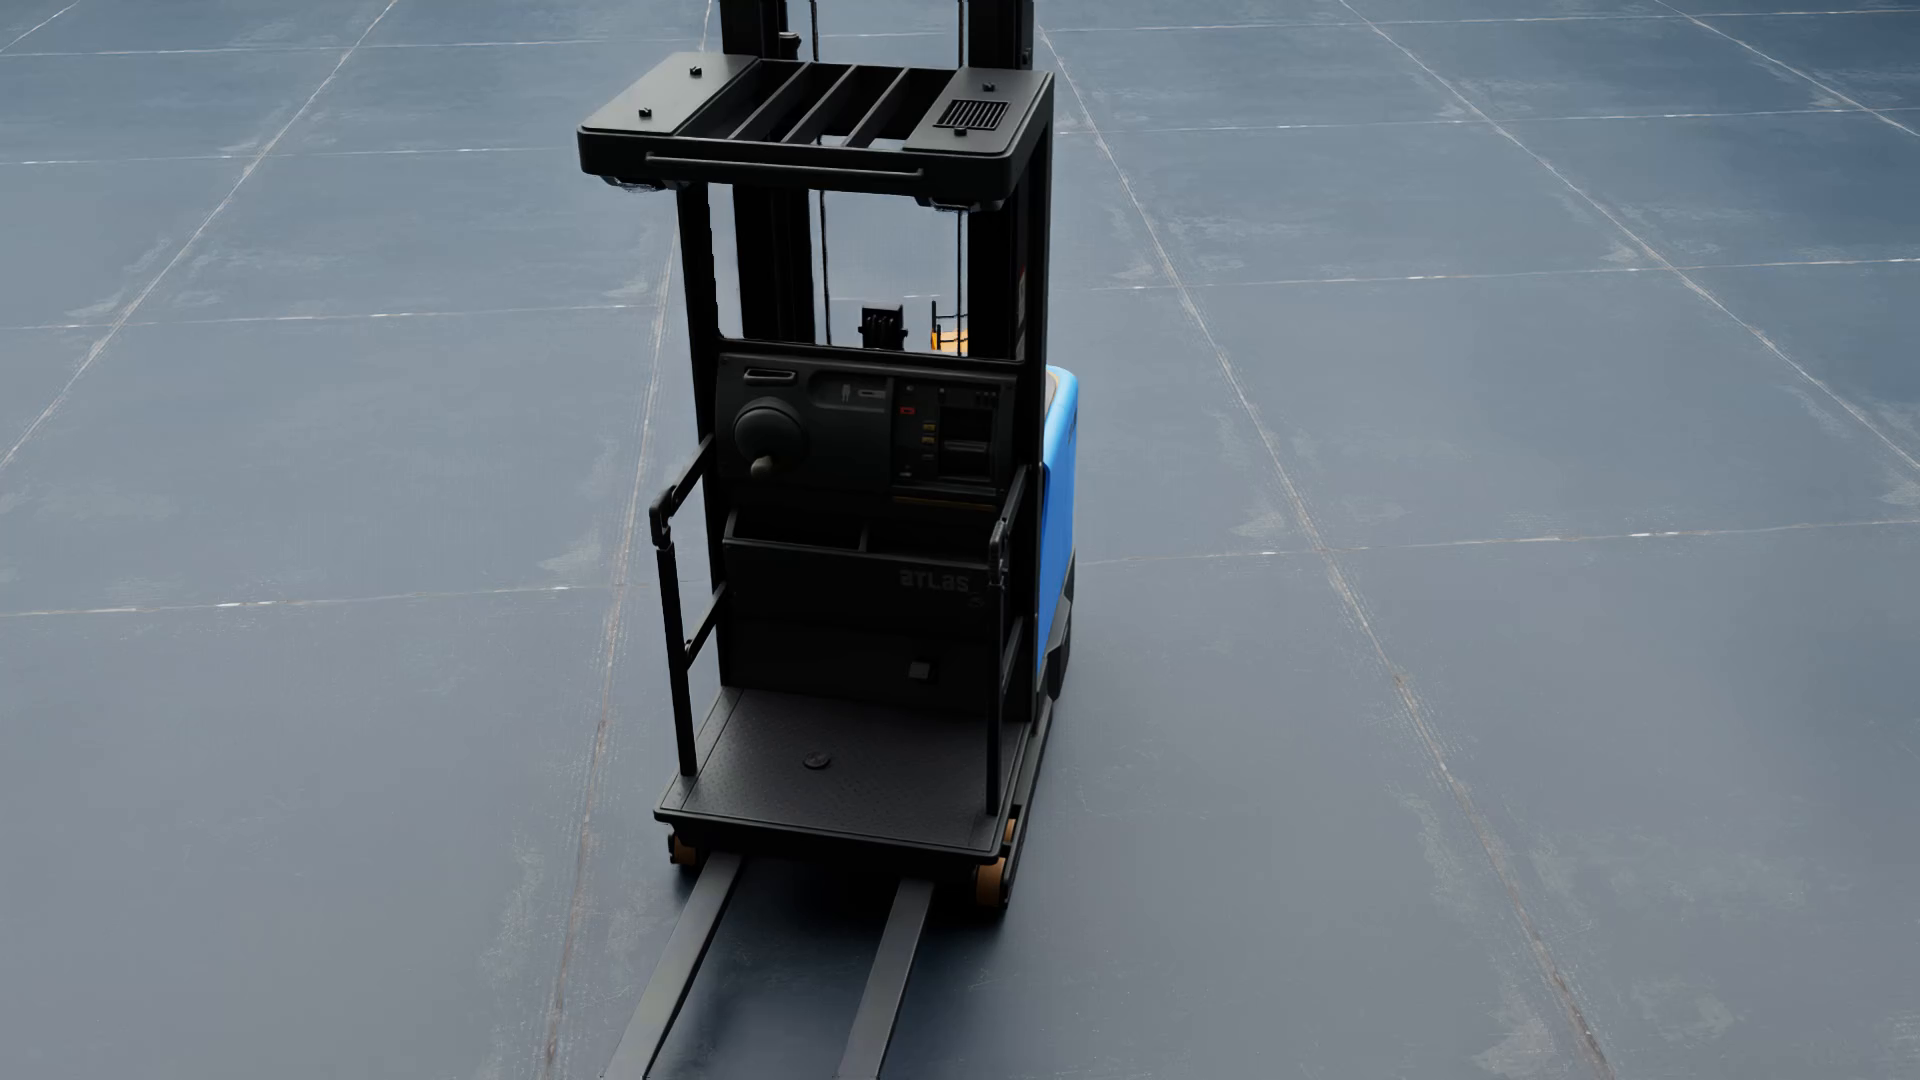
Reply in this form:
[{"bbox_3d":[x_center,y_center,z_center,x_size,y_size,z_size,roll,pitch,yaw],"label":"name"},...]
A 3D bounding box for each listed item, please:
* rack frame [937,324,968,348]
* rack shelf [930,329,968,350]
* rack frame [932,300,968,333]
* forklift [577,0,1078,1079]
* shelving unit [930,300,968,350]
[{"bbox_3d":[0.006,-0.416,6.922,0.200,1.050,0.008,-3,31,-5],"label":"rack frame"},{"bbox_3d":[-0.005,-0.713,6.886,0.215,0.259,0.240,-3,31,-5],"label":"rack shelf"},{"bbox_3d":[-0.016,-0.540,7.131,0.200,1.050,0.008,-3,31,-5],"label":"rack frame"},{"bbox_3d":[-0.332,-0.296,4.887,1.130,2.935,3.031,6,31,10],"label":"forklift"},{"bbox_3d":[-0.005,-0.478,7.027,0.215,1.050,0.252,-3,31,-5],"label":"shelving unit"}]
